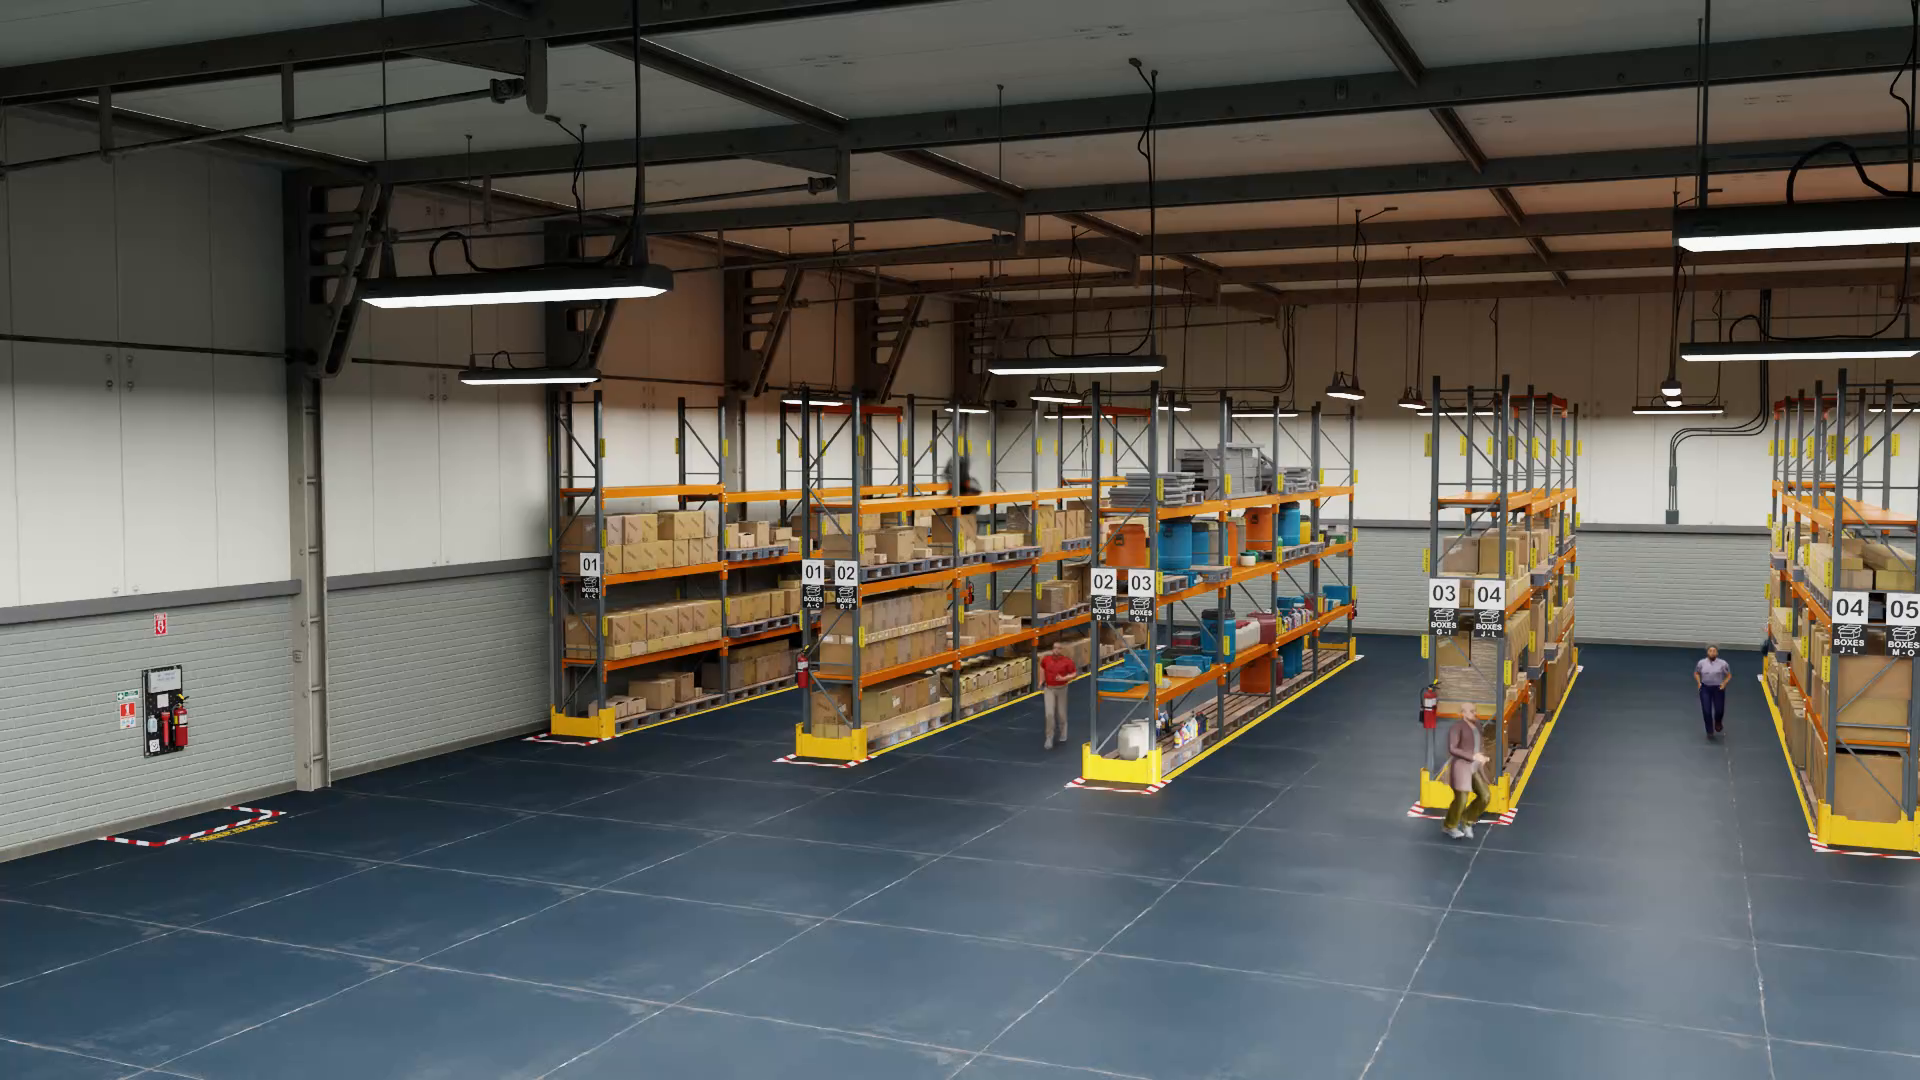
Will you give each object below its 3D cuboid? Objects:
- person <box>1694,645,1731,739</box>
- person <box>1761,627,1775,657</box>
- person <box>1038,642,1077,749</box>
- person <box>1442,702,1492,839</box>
[{"bbox_3d":[13.002,2.614,28.755,0.594,1.601,0.556,2,4,26],"label":"person"},{"bbox_3d":[18.080,2.190,36.842,0.615,1.589,0.548,1,3,10],"label":"person"},{"bbox_3d":[1.632,2.578,27.948,0.665,1.746,0.866,1,3,11],"label":"person"},{"bbox_3d":[6.515,2.964,21.234,0.740,1.790,0.743,-2,4,-31],"label":"person"}]
